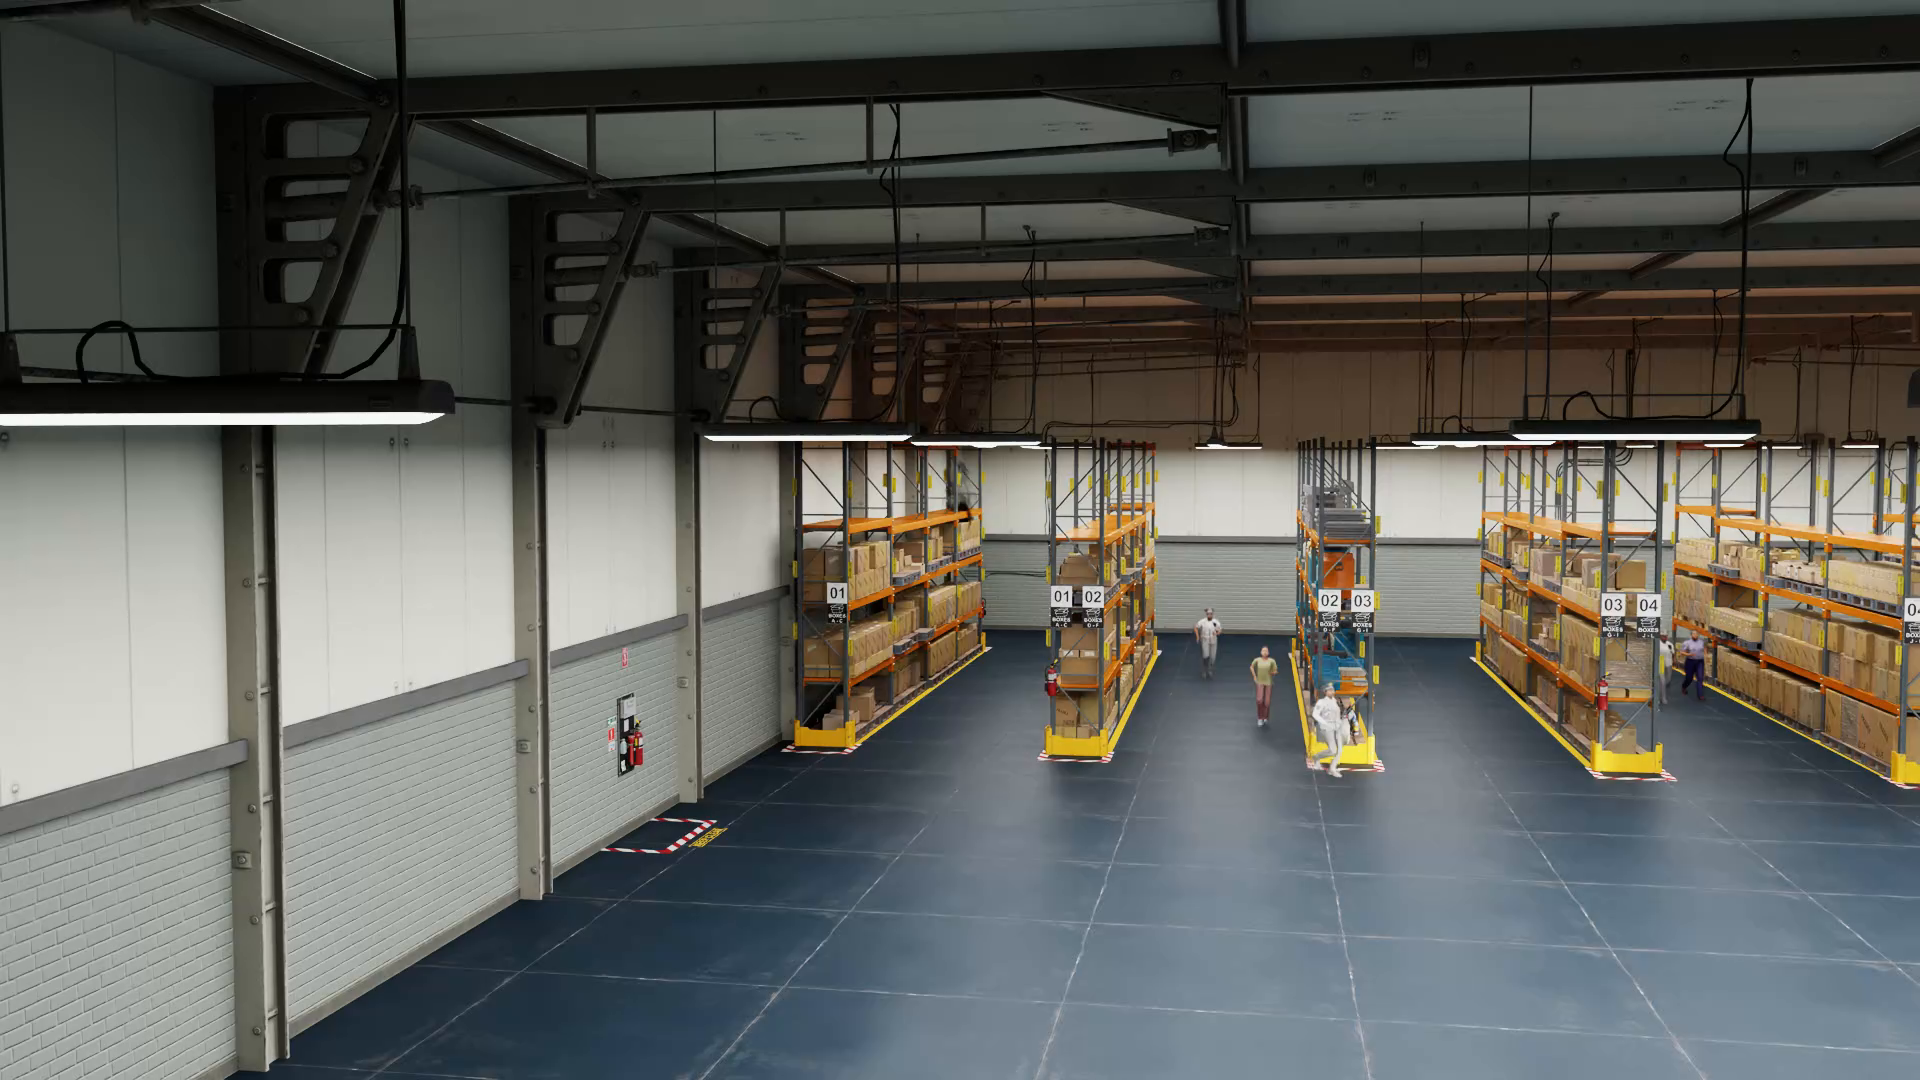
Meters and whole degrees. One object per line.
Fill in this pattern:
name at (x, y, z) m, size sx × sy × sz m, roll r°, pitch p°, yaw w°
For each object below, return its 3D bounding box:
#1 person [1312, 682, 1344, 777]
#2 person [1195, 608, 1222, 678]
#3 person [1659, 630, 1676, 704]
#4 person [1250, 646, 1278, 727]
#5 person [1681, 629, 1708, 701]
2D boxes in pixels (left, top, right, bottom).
person at (6.514, 3.346, 29.450) m, size 0.631 × 1.673 × 0.570 m, roll -2°, pitch 4°, yaw -38°
person at (6.319, 2.615, 42.172) m, size 0.639 × 1.794 × 0.695 m, roll 0°, pitch 3°, yaw -3°
person at (16.115, 2.889, 38.144) m, size 0.577 × 1.672 × 0.686 m, roll 0°, pitch 3°, yaw 6°
person at (6.363, 3.053, 34.780) m, size 0.559 × 1.692 × 0.636 m, roll 0°, pitch 3°, yaw 8°
person at (16.923, 2.854, 38.280) m, size 0.619 × 1.588 × 1.044 m, roll 0°, pitch 3°, yaw 8°
